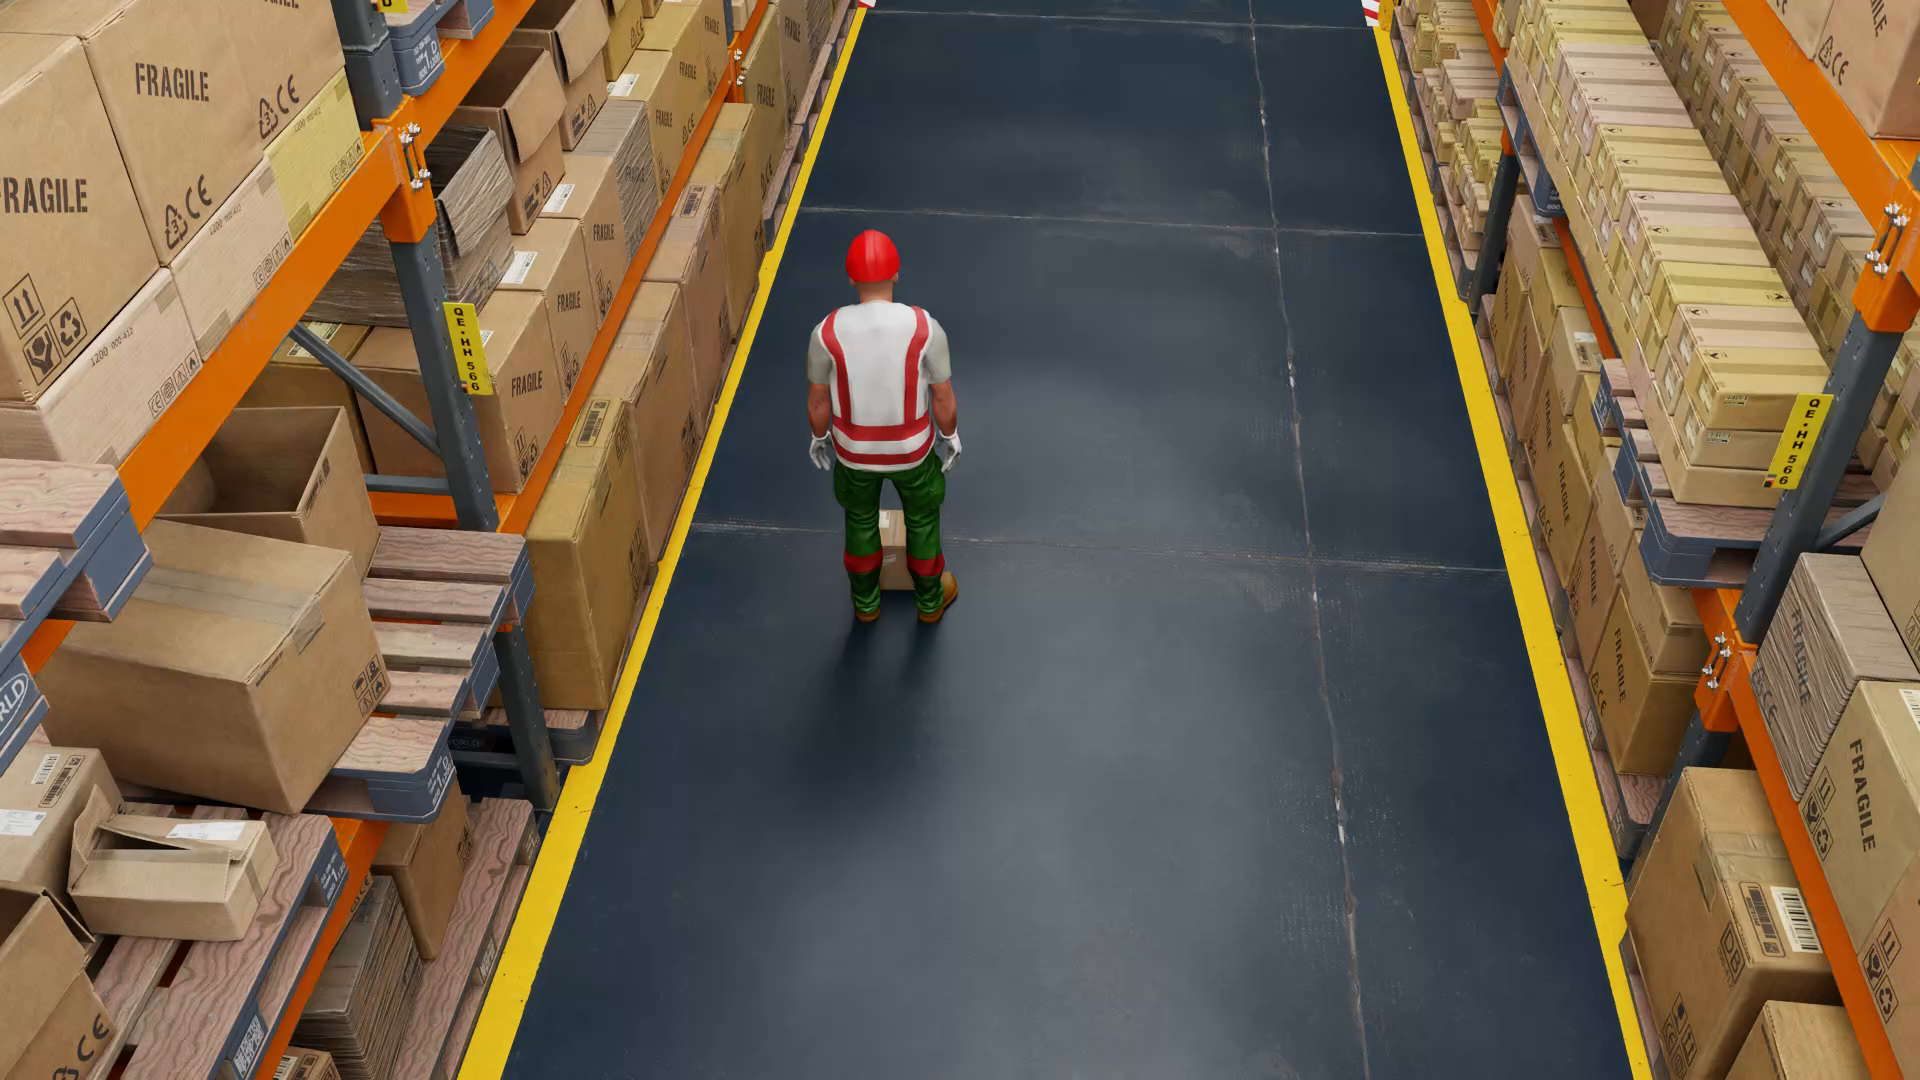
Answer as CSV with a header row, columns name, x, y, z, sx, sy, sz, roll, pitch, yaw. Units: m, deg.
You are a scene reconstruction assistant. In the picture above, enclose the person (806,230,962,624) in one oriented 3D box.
name,x,y,z,sx,sy,sz,roll,pitch,yaw
person,-0.299,-0.401,6.628,0.611,1.778,0.451,1,40,1
